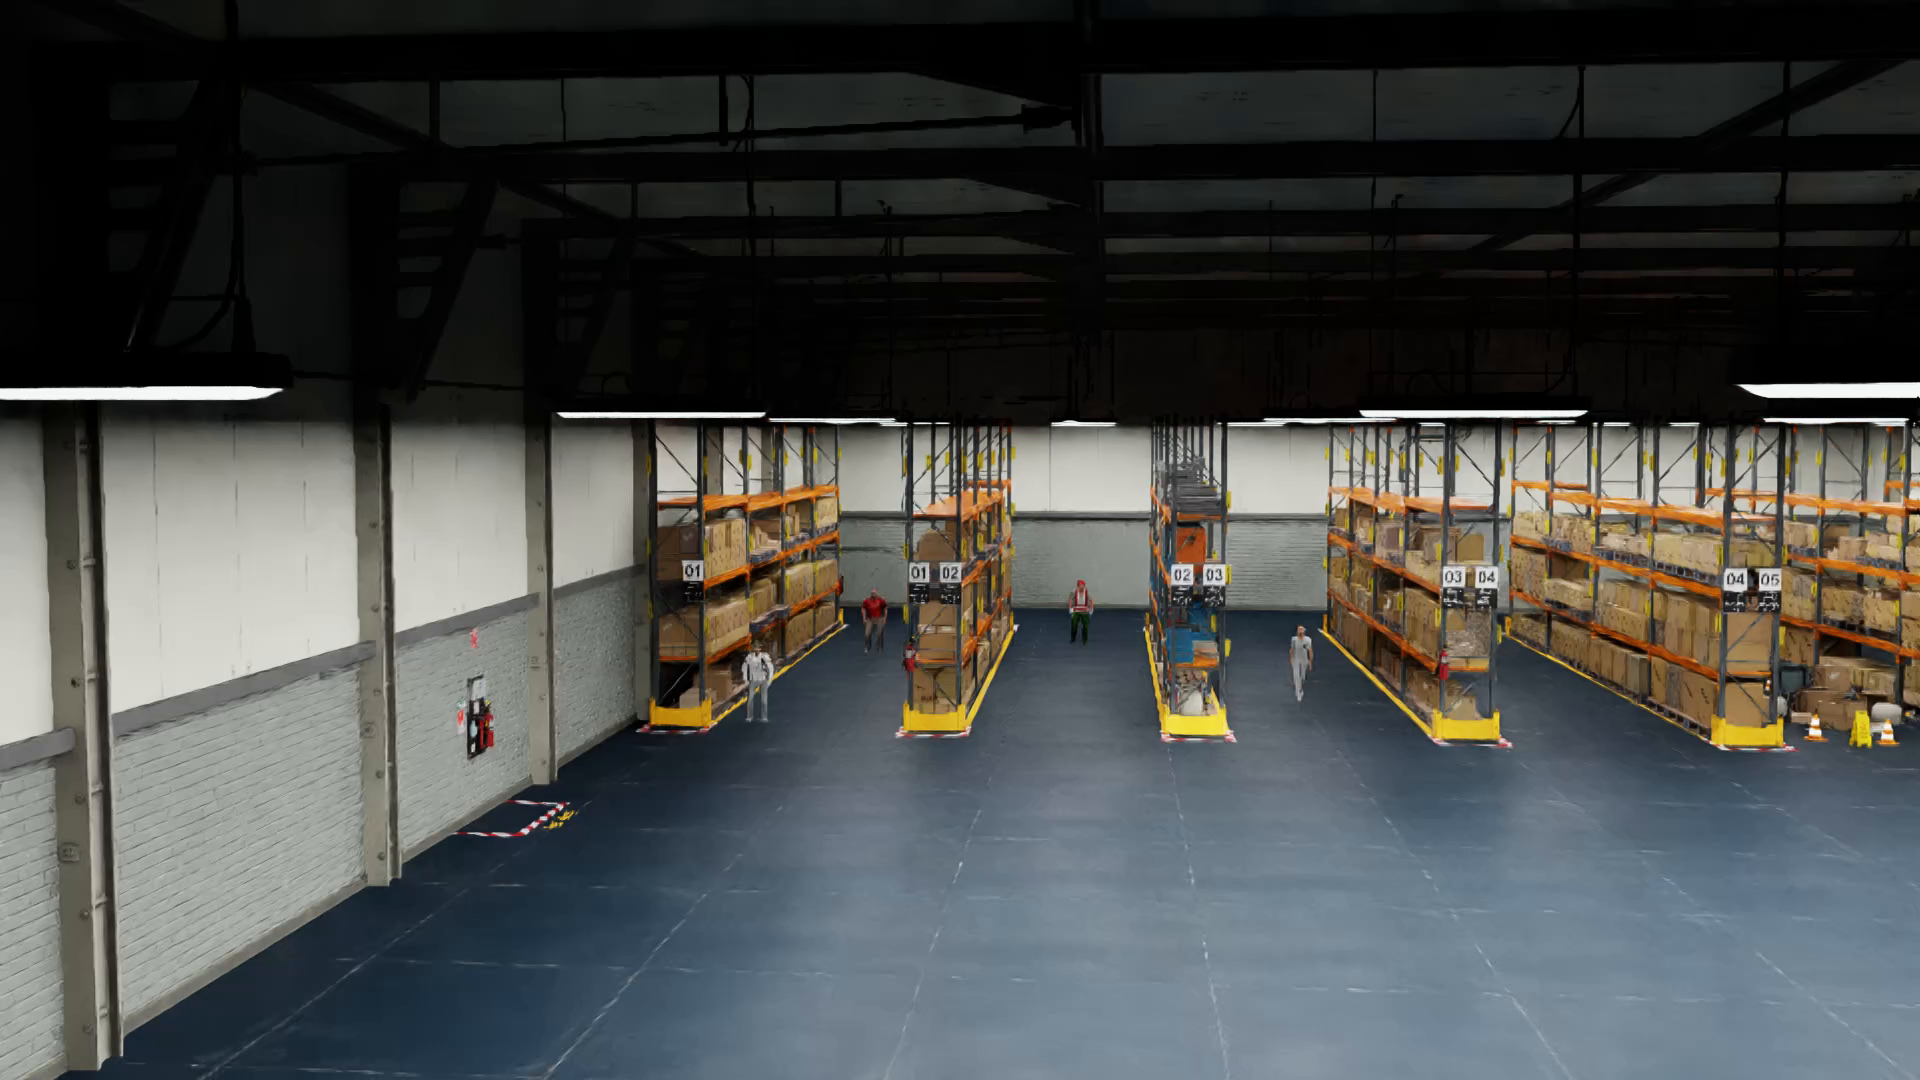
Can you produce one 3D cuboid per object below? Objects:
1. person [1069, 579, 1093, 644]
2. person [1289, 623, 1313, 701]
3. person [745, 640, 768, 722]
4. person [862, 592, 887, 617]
[{"bbox_3d":[3.200,1.899,44.053,0.639,1.741,0.520,0,4,3],"label":"person"},{"bbox_3d":[7.184,2.558,35.005,0.455,1.610,1.019,0,4,4],"label":"person"},{"bbox_3d":[-3.970,2.734,32.396,0.441,1.631,0.508,0,4,1],"label":"person"},{"bbox_3d":[-2.181,1.641,42.212,0.654,0.668,0.347,0,4,3],"label":"person"}]
